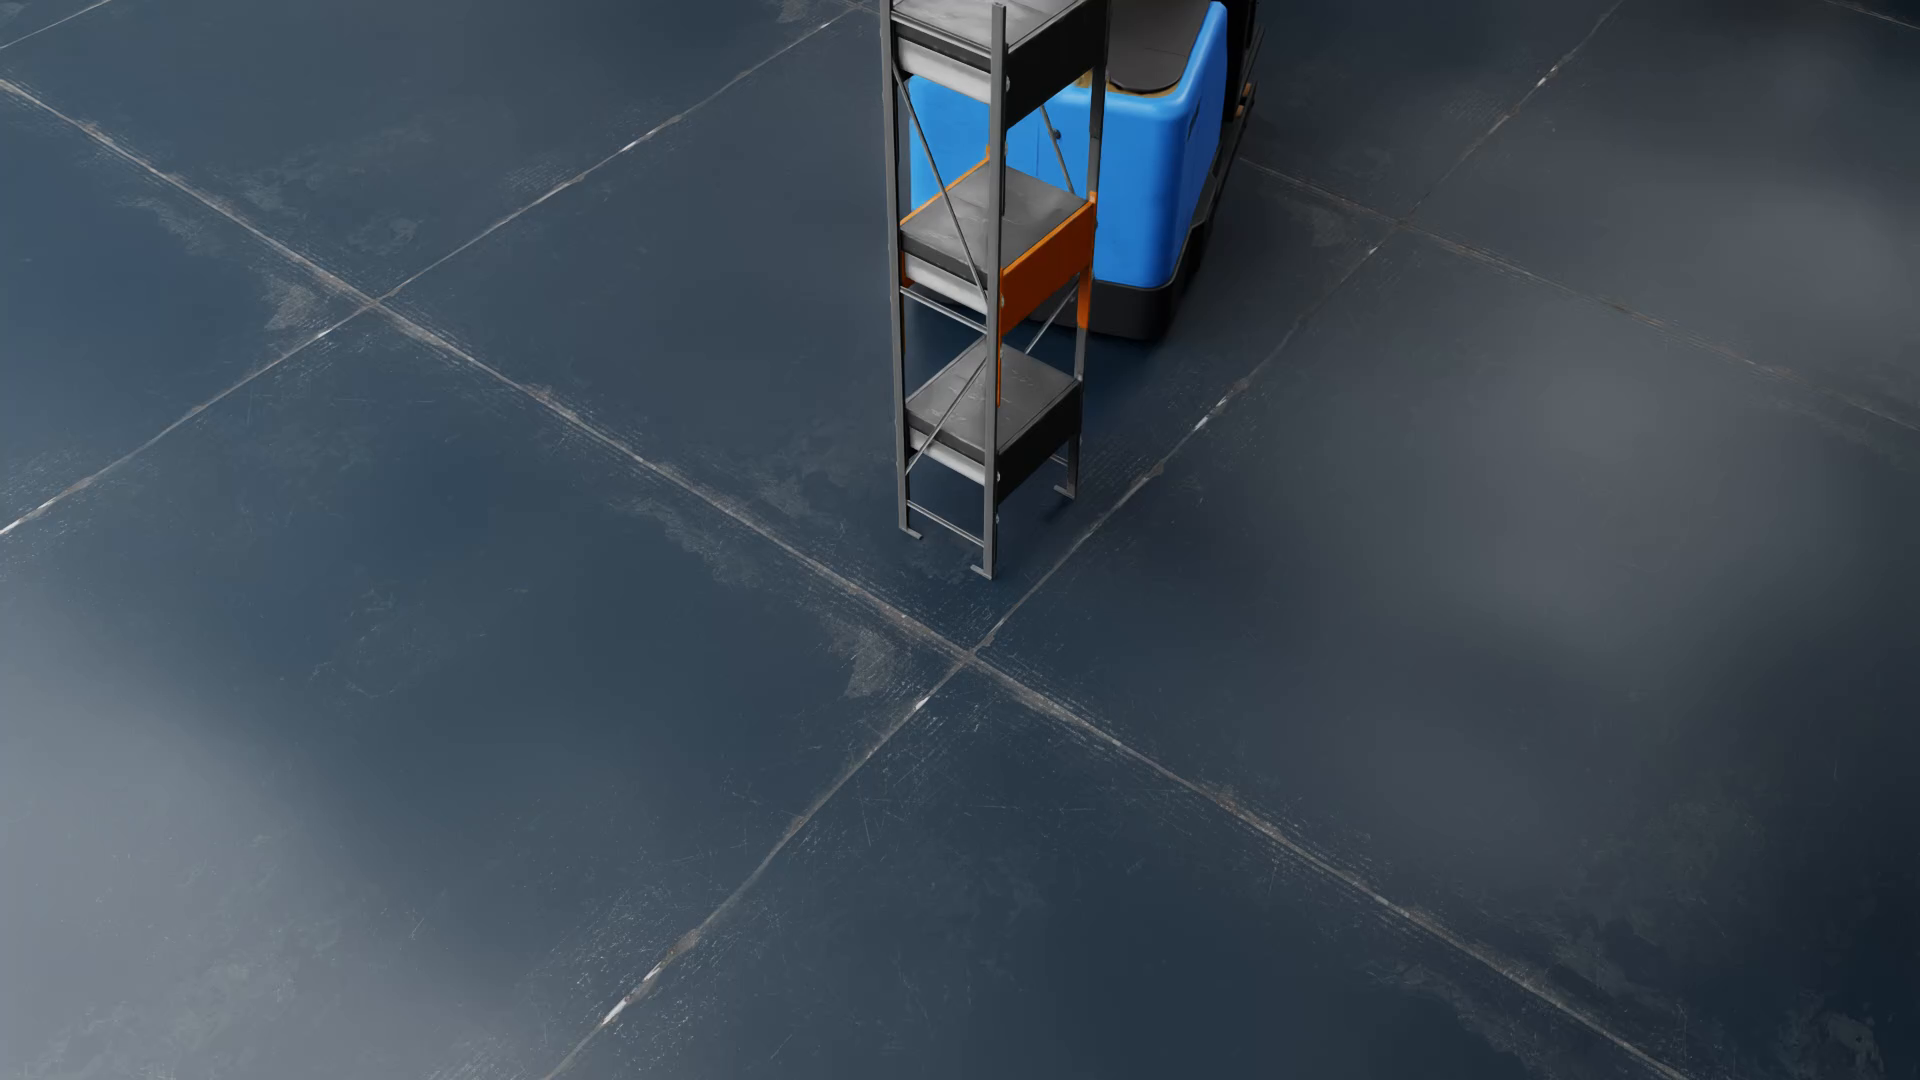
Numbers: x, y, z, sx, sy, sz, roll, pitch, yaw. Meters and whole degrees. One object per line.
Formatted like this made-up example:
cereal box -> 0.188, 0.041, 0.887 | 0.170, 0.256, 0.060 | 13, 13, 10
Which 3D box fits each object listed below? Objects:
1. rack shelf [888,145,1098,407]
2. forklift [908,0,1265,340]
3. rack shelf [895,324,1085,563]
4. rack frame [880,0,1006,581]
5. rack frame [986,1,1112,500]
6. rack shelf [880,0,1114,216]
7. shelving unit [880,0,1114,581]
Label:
rack shelf -> 0.101, -0.811, 5.091 | 0.431, 0.518, 0.480 | 29, 53, 25
forklift -> 0.716, -2.868, 6.463 | 1.130, 2.935, 3.031 | 12, 48, 12
rack shelf -> 0.101, -0.327, 5.597 | 0.431, 0.518, 0.480 | 29, 53, 25
rack frame -> -0.048, -0.680, 4.948 | 0.400, 2.100, 0.015 | 29, 53, 25
rack frame -> 0.250, -0.960, 5.215 | 0.400, 2.100, 0.015 | 29, 53, 25
rack shelf -> 0.101, -1.294, 4.585 | 0.431, 0.518, 0.480 | 29, 53, 25
shelving unit -> 0.101, -0.820, 5.081 | 0.431, 2.100, 0.503 | 29, 53, 25
